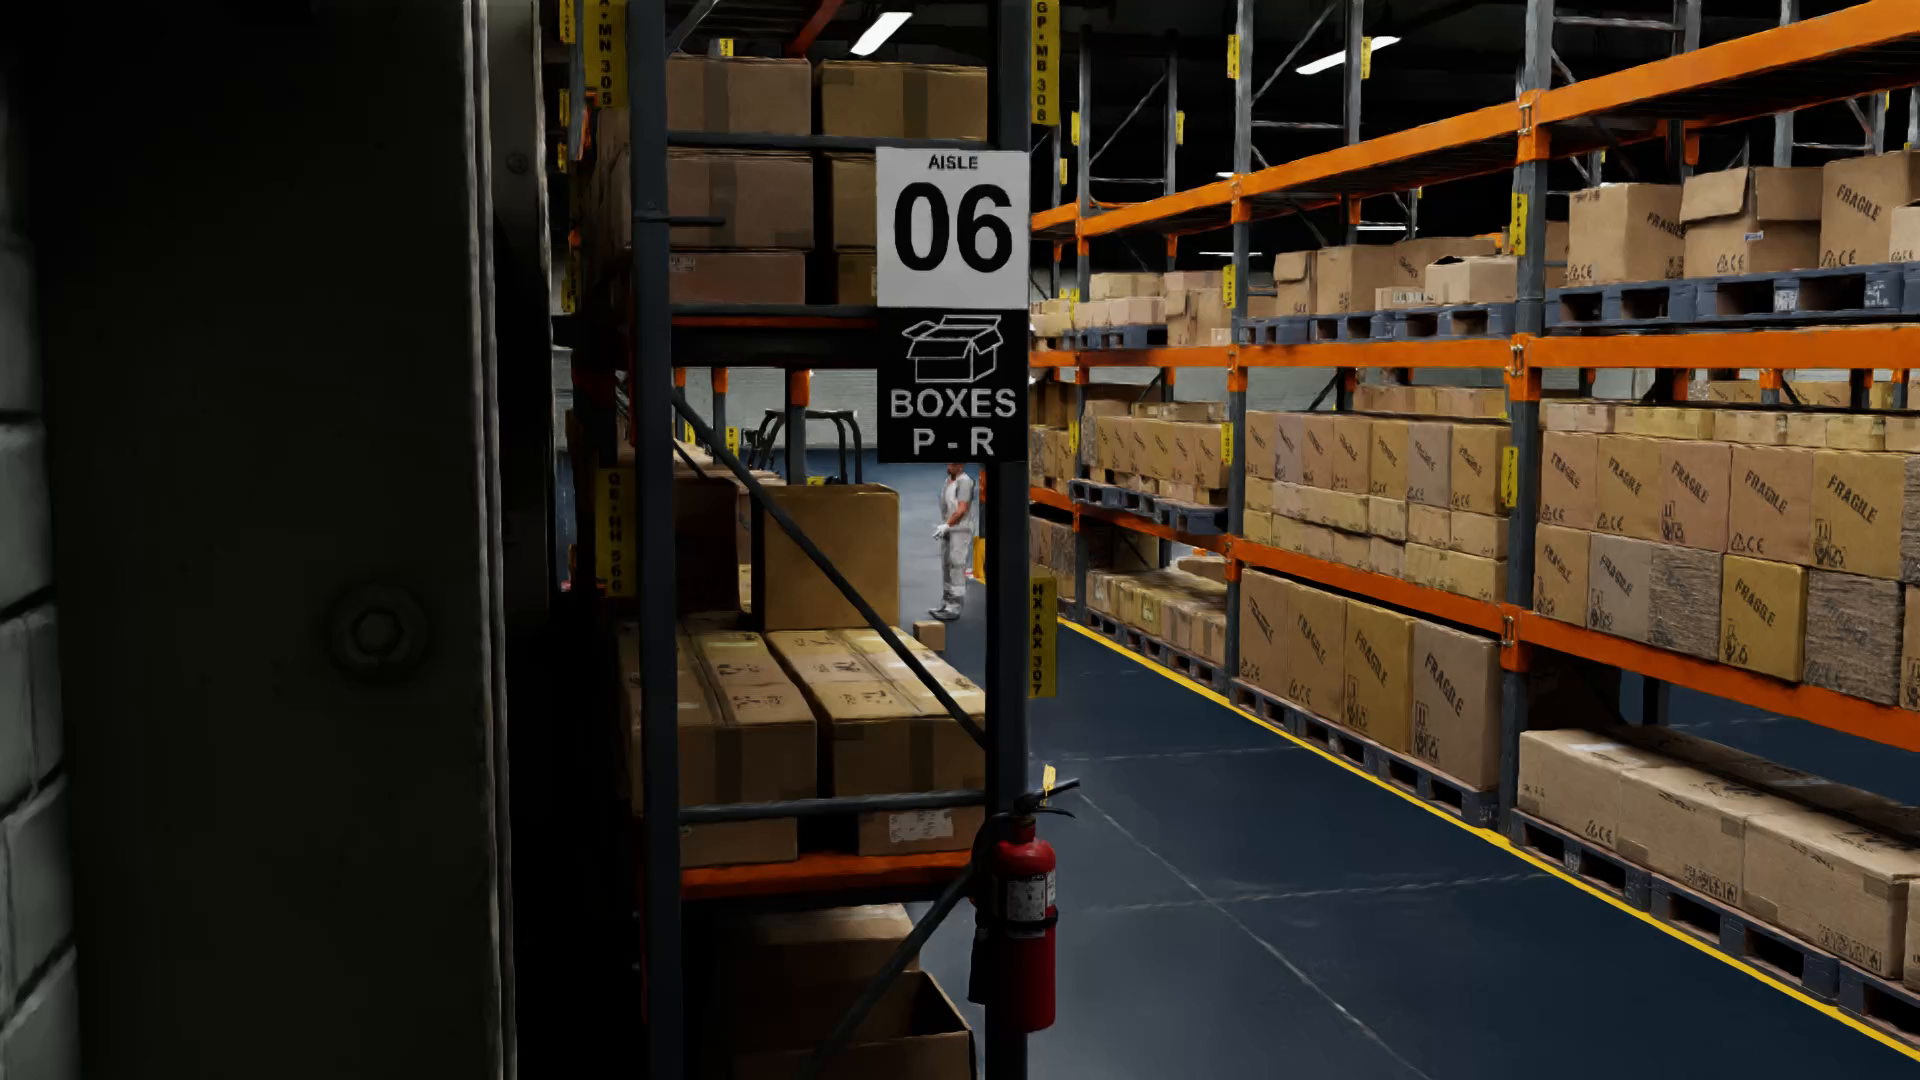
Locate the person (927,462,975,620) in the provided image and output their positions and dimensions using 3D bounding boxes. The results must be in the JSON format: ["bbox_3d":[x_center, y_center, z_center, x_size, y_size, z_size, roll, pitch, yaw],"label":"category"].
[{"bbox_3d":[-0.120,-0.077,17.448,0.478,1.787,0.628,-3,7,-23],"label":"person"}]
